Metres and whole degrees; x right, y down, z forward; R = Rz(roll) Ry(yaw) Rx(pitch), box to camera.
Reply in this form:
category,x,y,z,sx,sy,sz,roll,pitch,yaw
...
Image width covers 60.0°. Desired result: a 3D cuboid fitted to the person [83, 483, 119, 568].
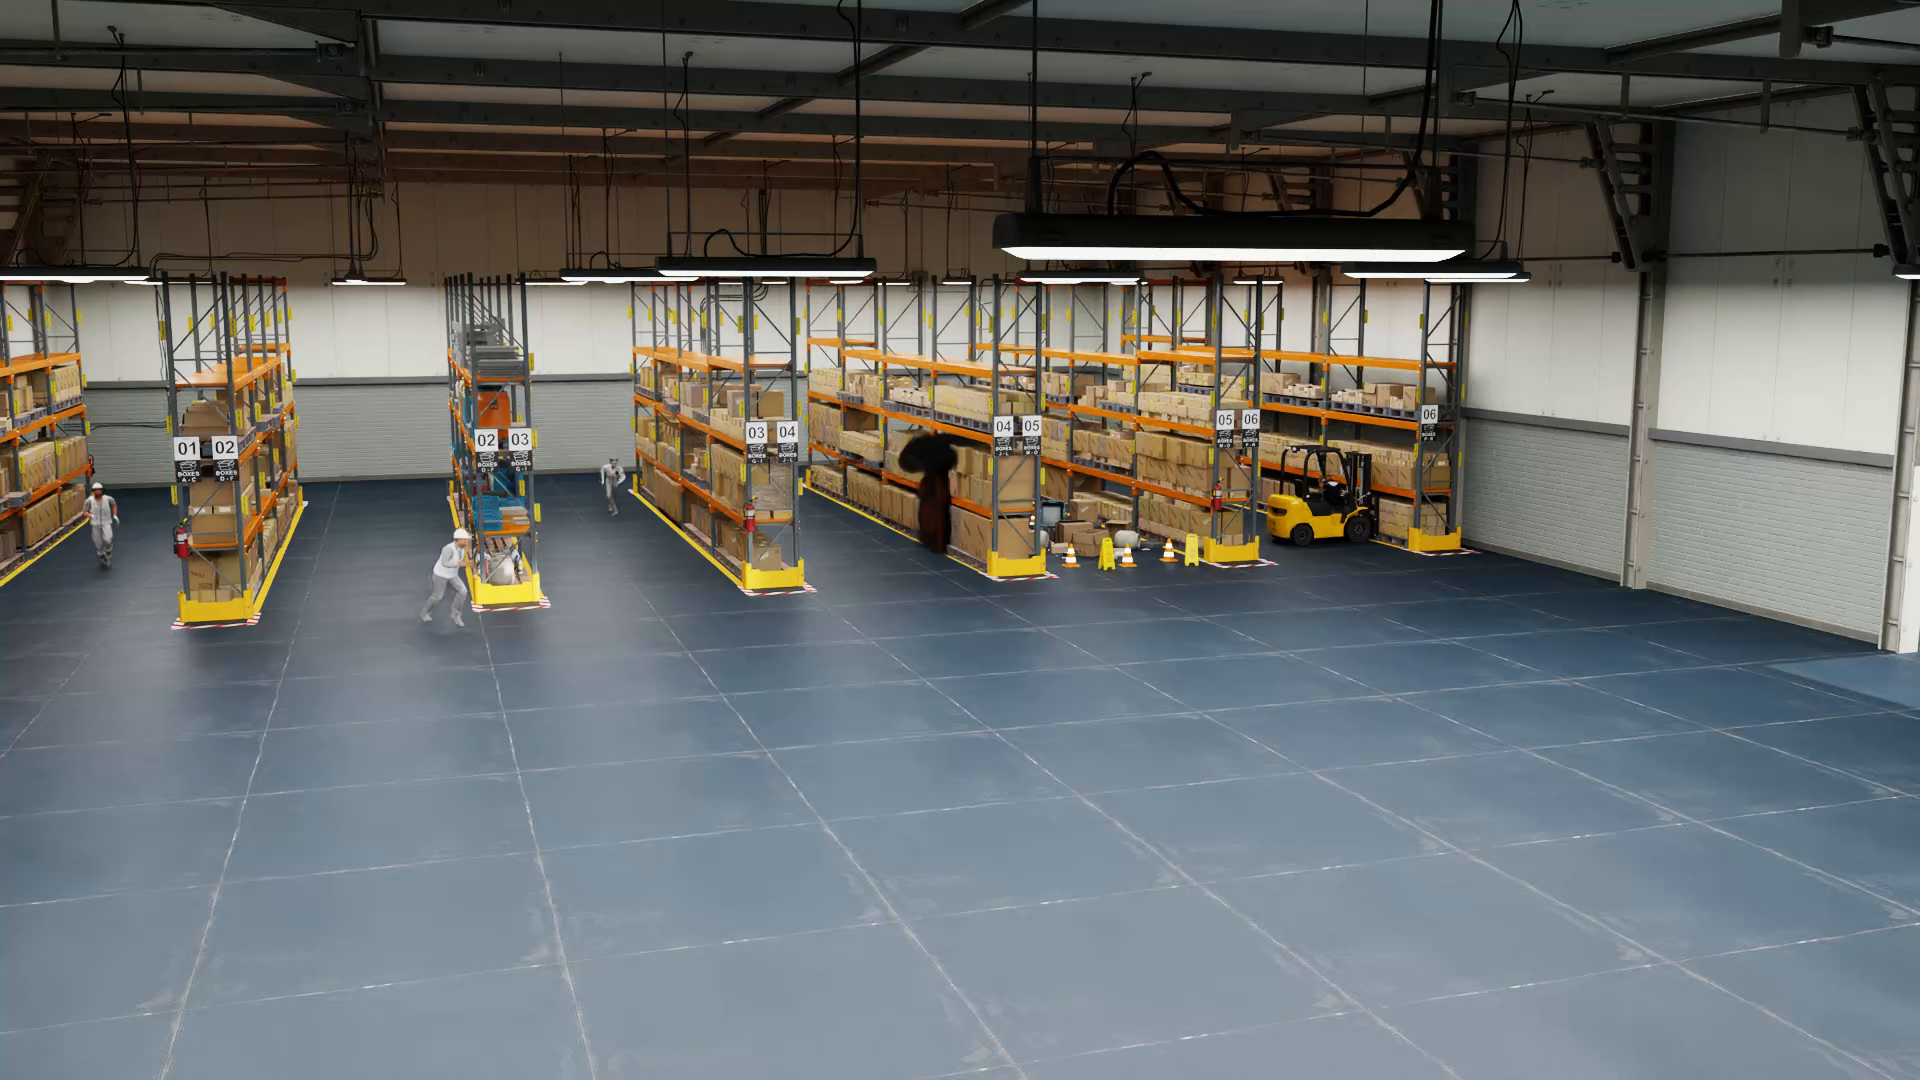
category,x,y,z,sx,sy,sz,roll,pitch,yaw
person,-17.616,-0.297,34.128,0.637,1.766,0.778,-4,9,-24

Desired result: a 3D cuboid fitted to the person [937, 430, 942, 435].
category,x,y,z,sx,sy,sz,roll,pitch,yaw
person,-0.449,-2.261,47.275,0.771,1.756,0.667,6,11,35

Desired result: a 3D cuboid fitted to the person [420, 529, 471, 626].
category,x,y,z,sx,sy,sz,roll,pitch,yaw
person,-8.798,0.648,28.472,1.004,1.712,0.698,2,9,13

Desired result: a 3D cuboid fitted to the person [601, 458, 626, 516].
category,x,y,z,sx,sy,sz,roll,pitch,yaw
person,-8.841,-1.391,42.441,0.612,1.496,1.046,-2,9,-12
